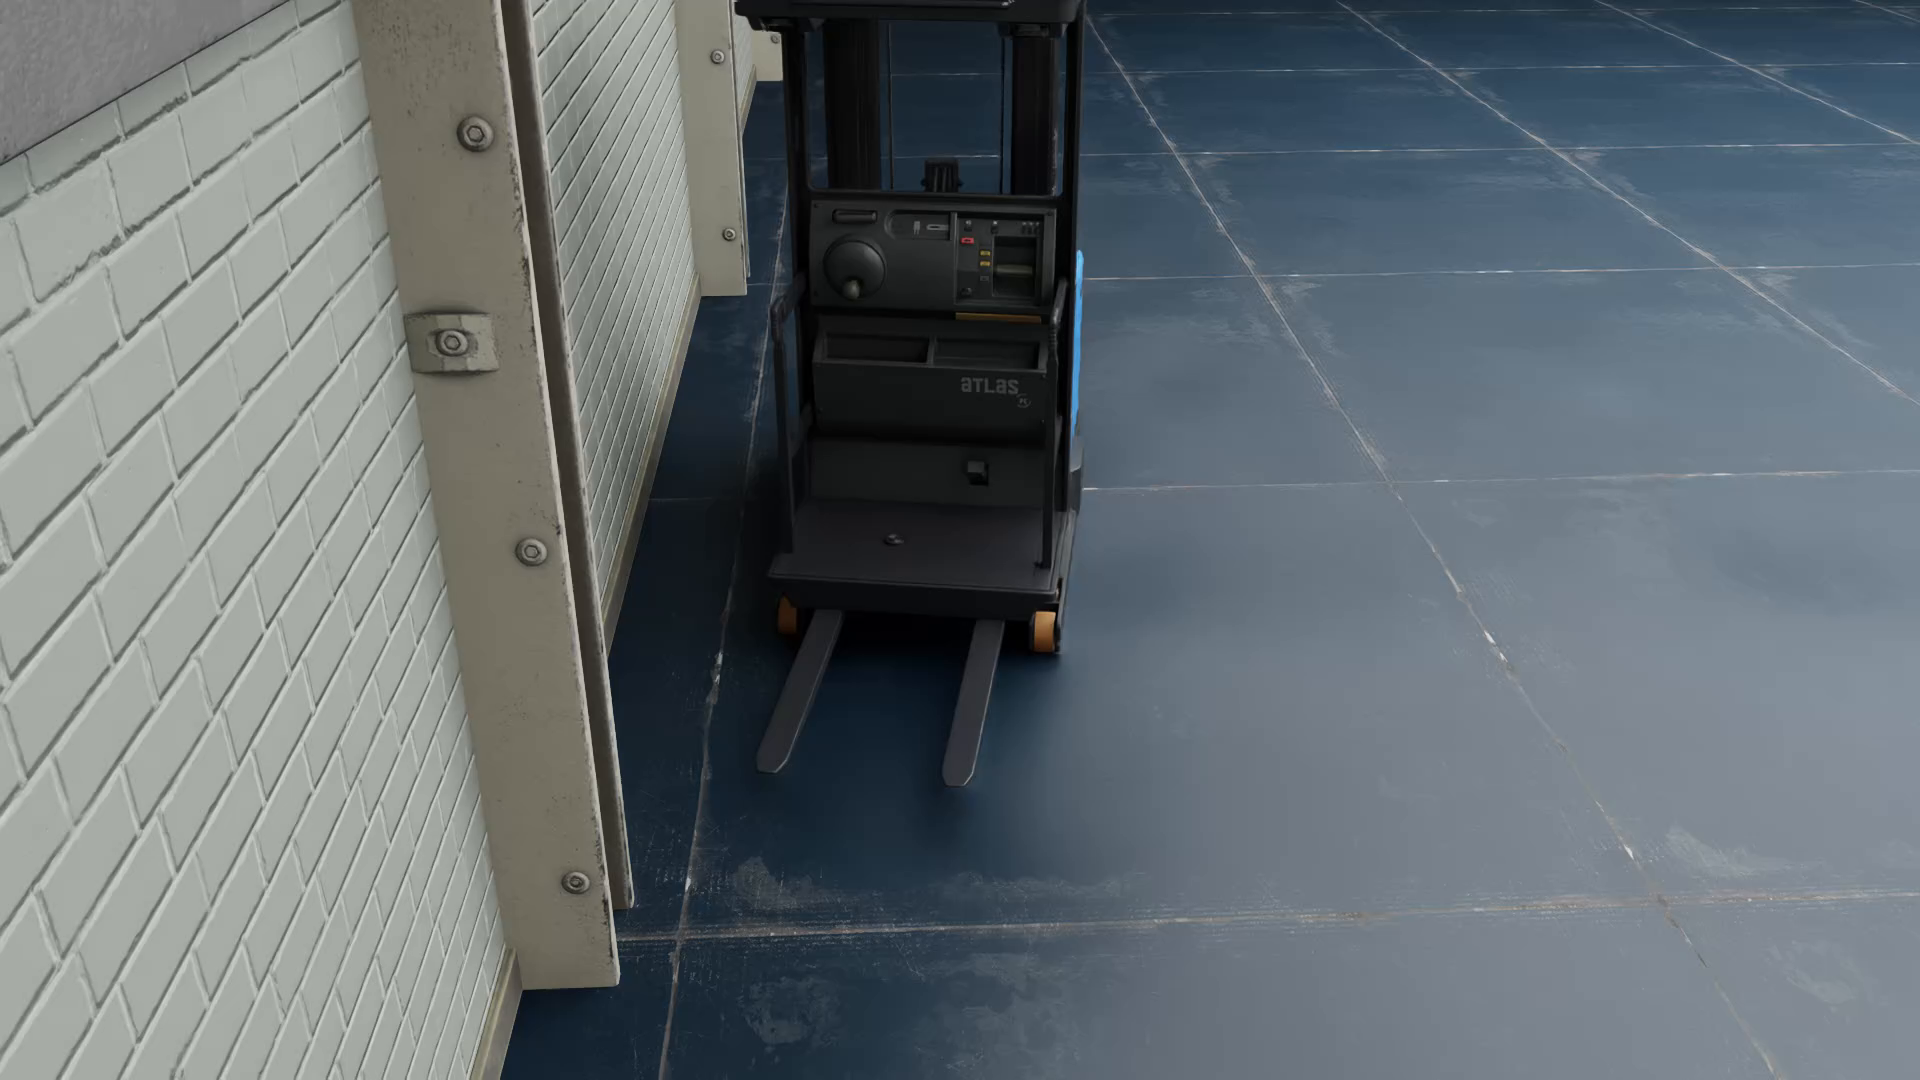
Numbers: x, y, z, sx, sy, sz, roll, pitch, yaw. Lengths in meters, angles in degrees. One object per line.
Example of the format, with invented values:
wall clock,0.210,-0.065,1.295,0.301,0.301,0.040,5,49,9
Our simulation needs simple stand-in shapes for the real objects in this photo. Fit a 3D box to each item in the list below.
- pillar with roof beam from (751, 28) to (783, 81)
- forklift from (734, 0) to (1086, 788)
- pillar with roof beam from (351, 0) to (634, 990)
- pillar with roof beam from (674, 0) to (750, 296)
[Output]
pillar with roof beam,2.523,-8.439,13.700,9.100,9.000,0.400,-1,28,-3
forklift,-0.130,-1.033,6.062,1.130,2.935,3.031,3,28,6
pillar with roof beam,3.149,-2.898,3.075,9.100,9.000,0.400,-1,28,-3
pillar with roof beam,2.836,-5.669,8.388,9.100,9.000,0.400,-1,28,-3
